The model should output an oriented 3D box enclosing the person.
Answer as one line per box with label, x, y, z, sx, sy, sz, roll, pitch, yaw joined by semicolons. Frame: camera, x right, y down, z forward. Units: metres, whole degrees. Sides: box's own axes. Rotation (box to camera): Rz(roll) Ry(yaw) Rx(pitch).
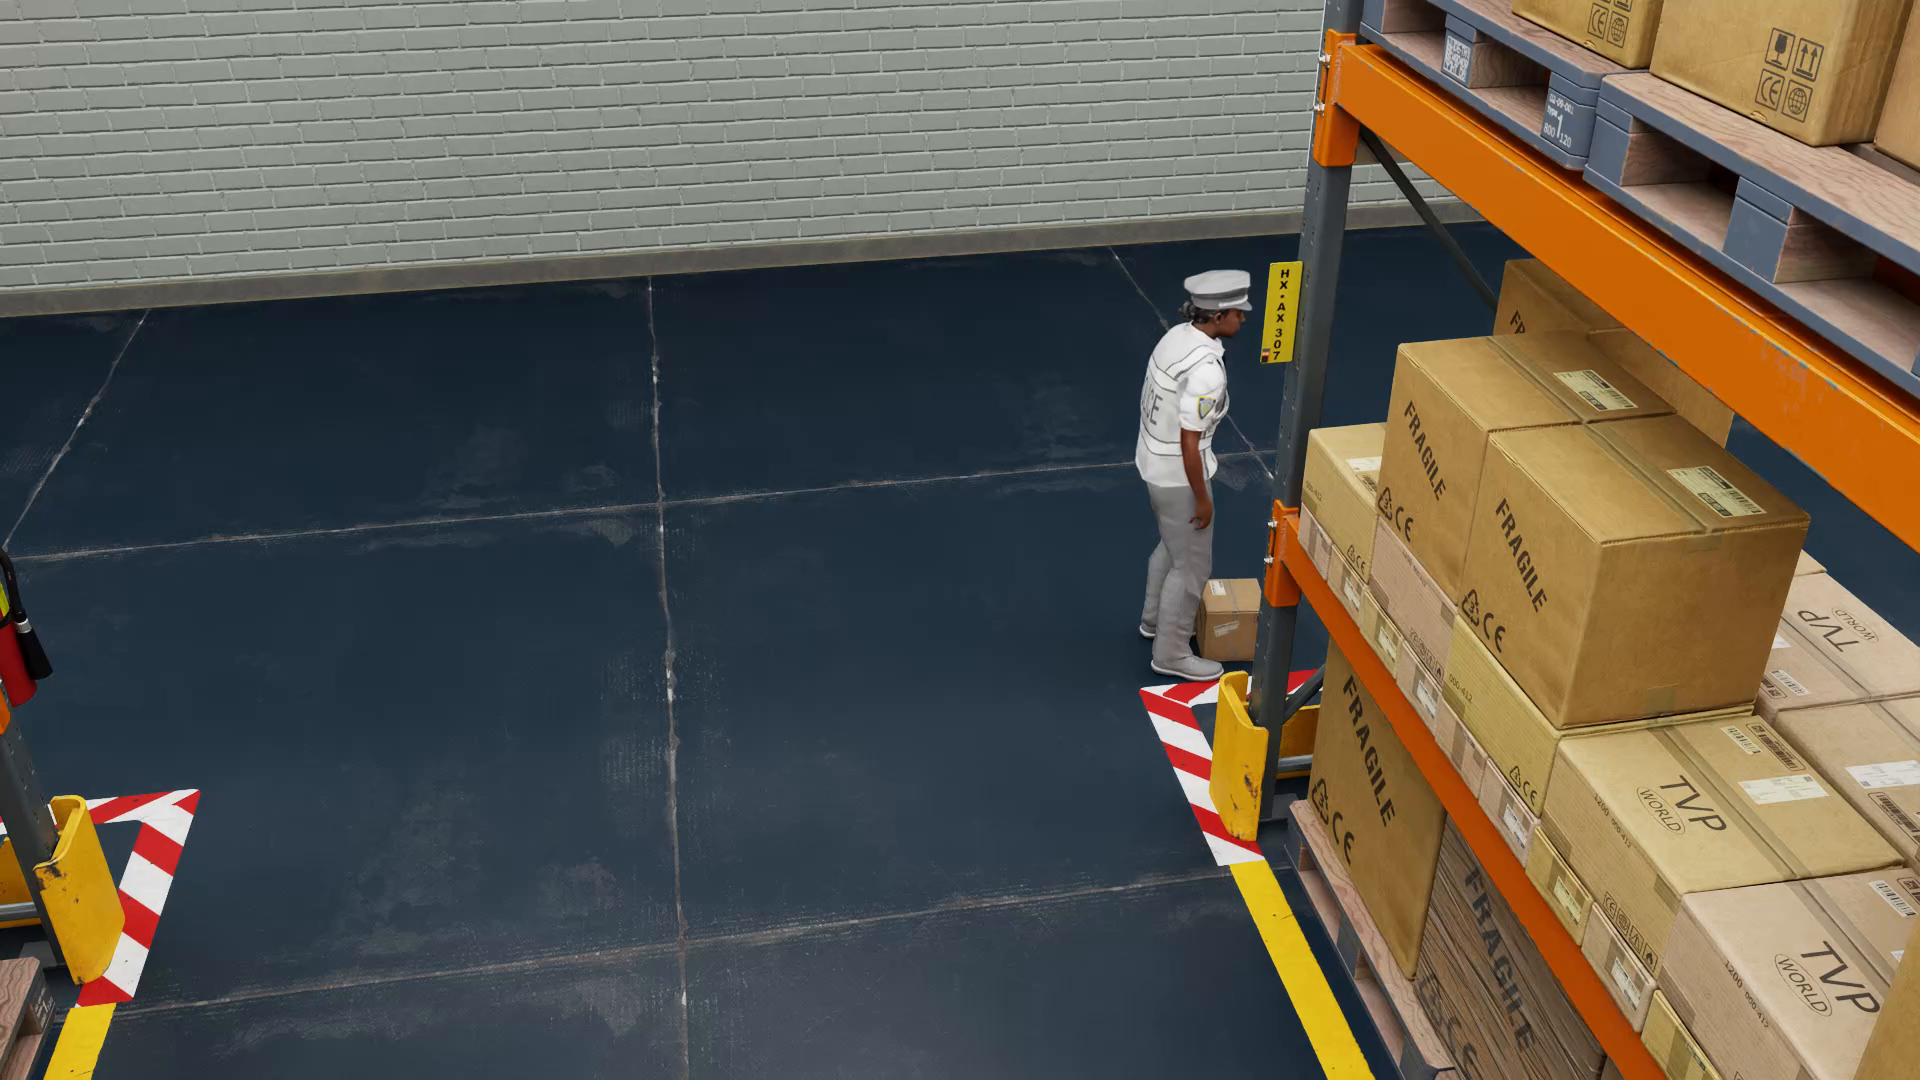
person;0.899;-0.256;6.563;0.399;1.657;0.512;-2;31;-3
